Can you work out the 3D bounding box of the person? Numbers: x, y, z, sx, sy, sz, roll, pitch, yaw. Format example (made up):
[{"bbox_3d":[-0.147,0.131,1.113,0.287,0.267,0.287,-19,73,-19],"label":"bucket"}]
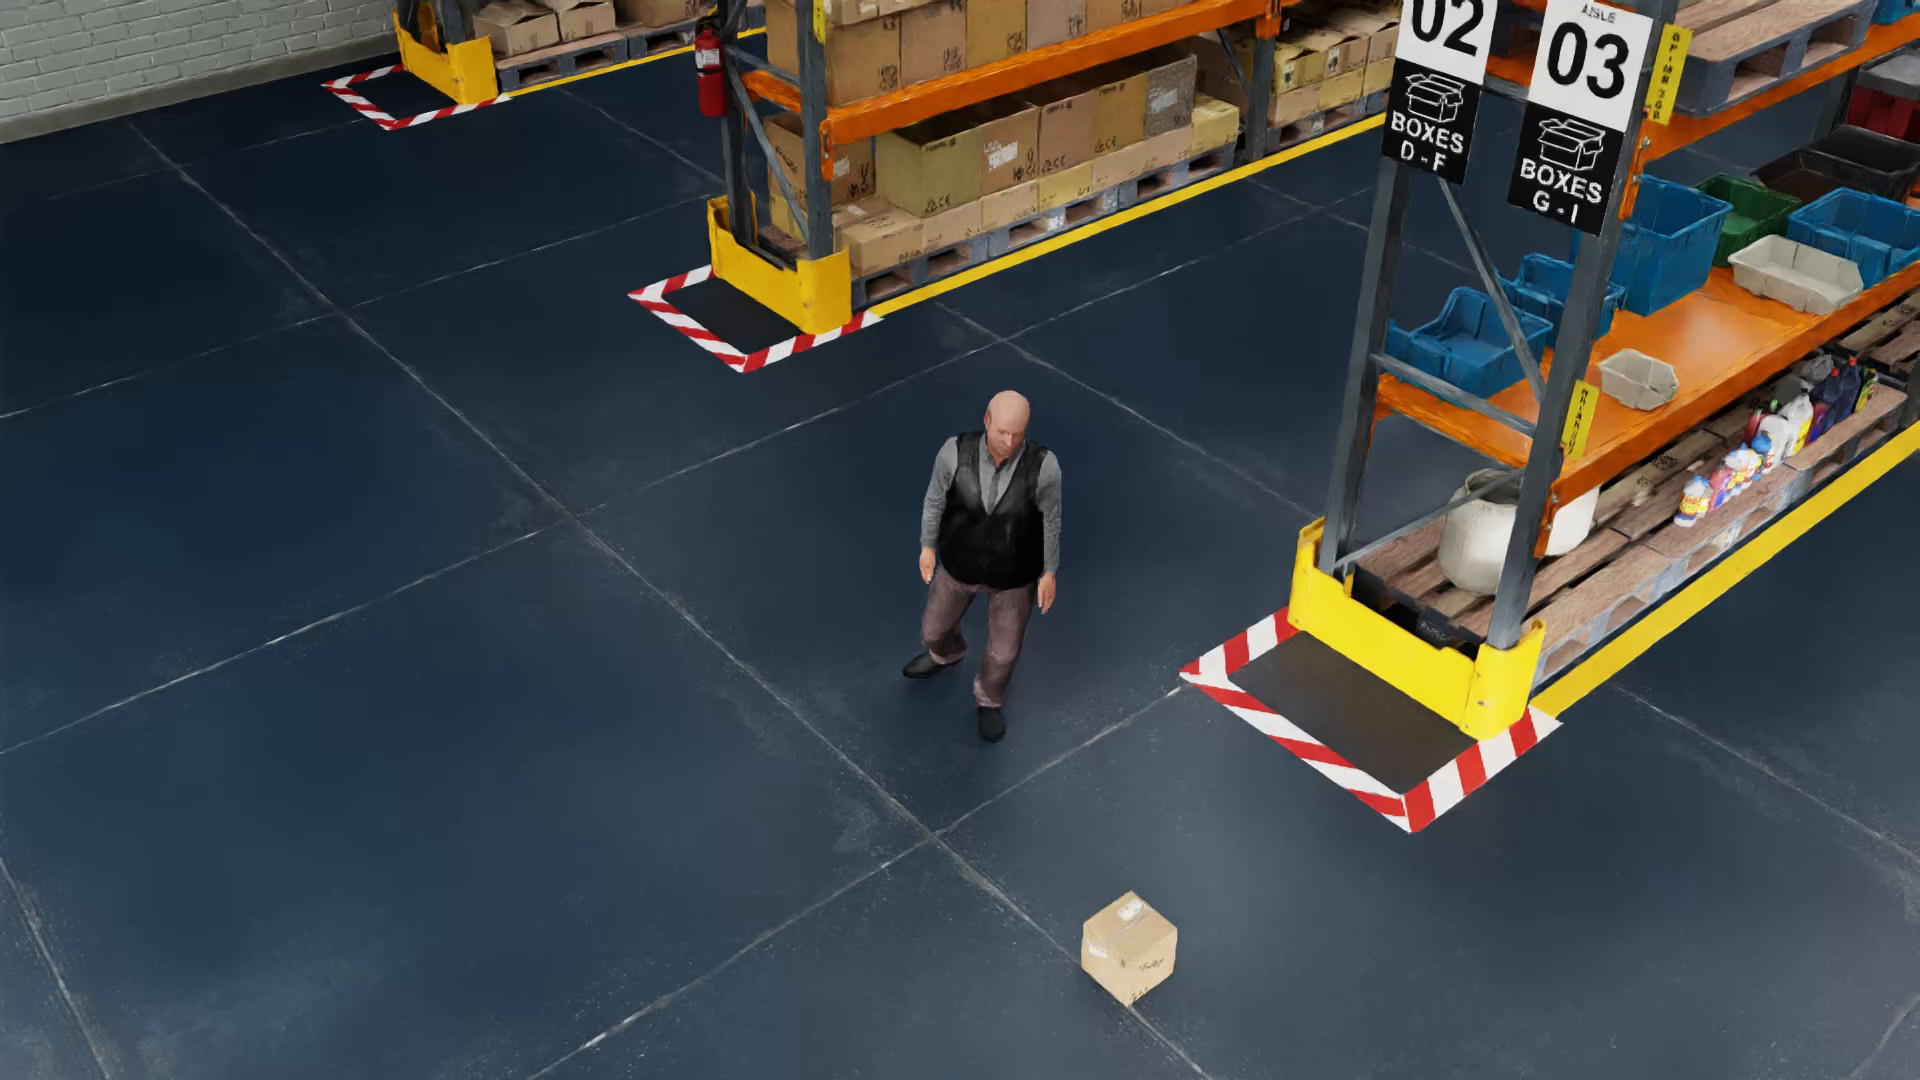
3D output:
[{"bbox_3d":[0.072,0.064,7.027,0.721,1.699,0.517,7,36,10],"label":"person"}]
